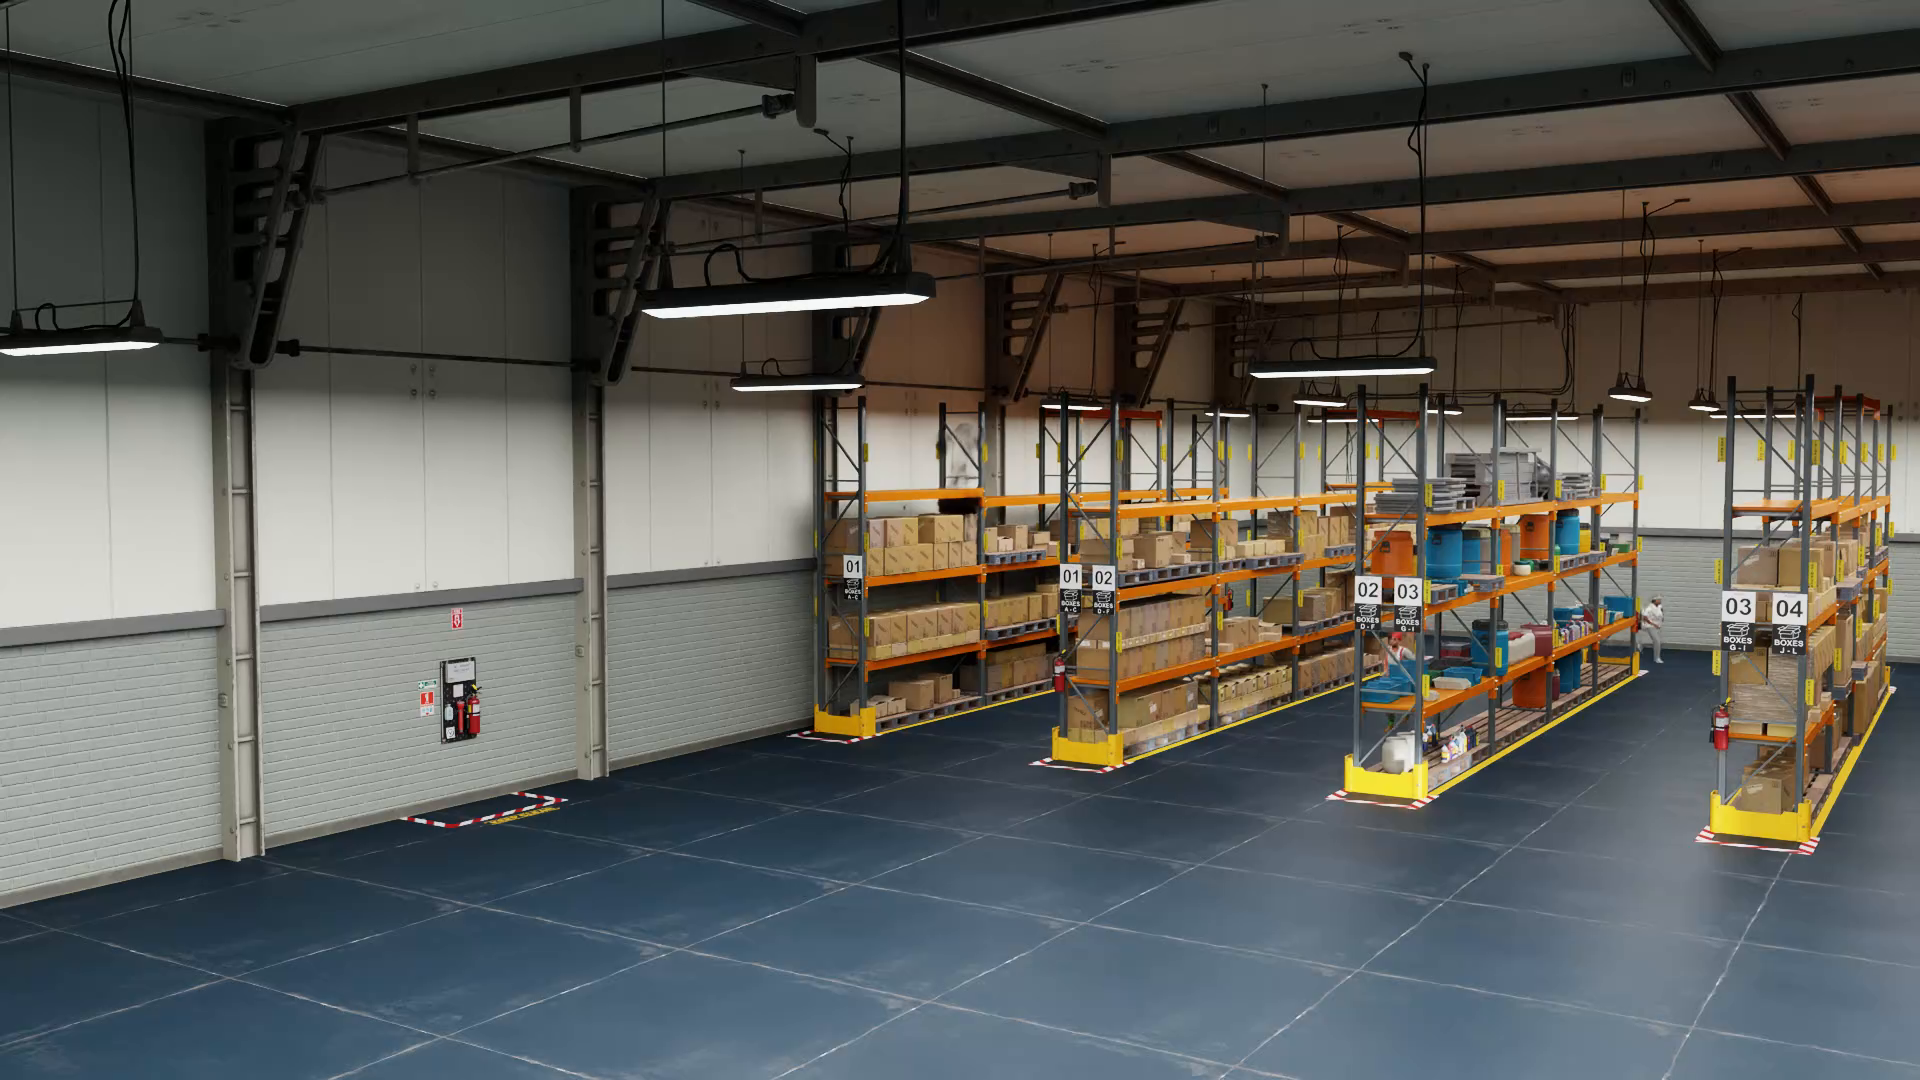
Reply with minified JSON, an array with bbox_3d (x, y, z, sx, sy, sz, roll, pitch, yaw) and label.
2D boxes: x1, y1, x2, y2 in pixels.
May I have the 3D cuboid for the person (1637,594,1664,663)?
[{"bbox_3d":[16.606,2.111,39.946,0.595,1.666,0.675,-2,4,-33],"label":"person"}]

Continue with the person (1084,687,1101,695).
[{"bbox_3d":[2.582,2.475,32.606,0.616,1.660,0.531,2,3,27],"label":"person"}]

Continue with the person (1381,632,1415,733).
[{"bbox_3d":[7.928,2.552,29.980,0.660,1.808,0.803,3,4,40],"label":"person"}]
